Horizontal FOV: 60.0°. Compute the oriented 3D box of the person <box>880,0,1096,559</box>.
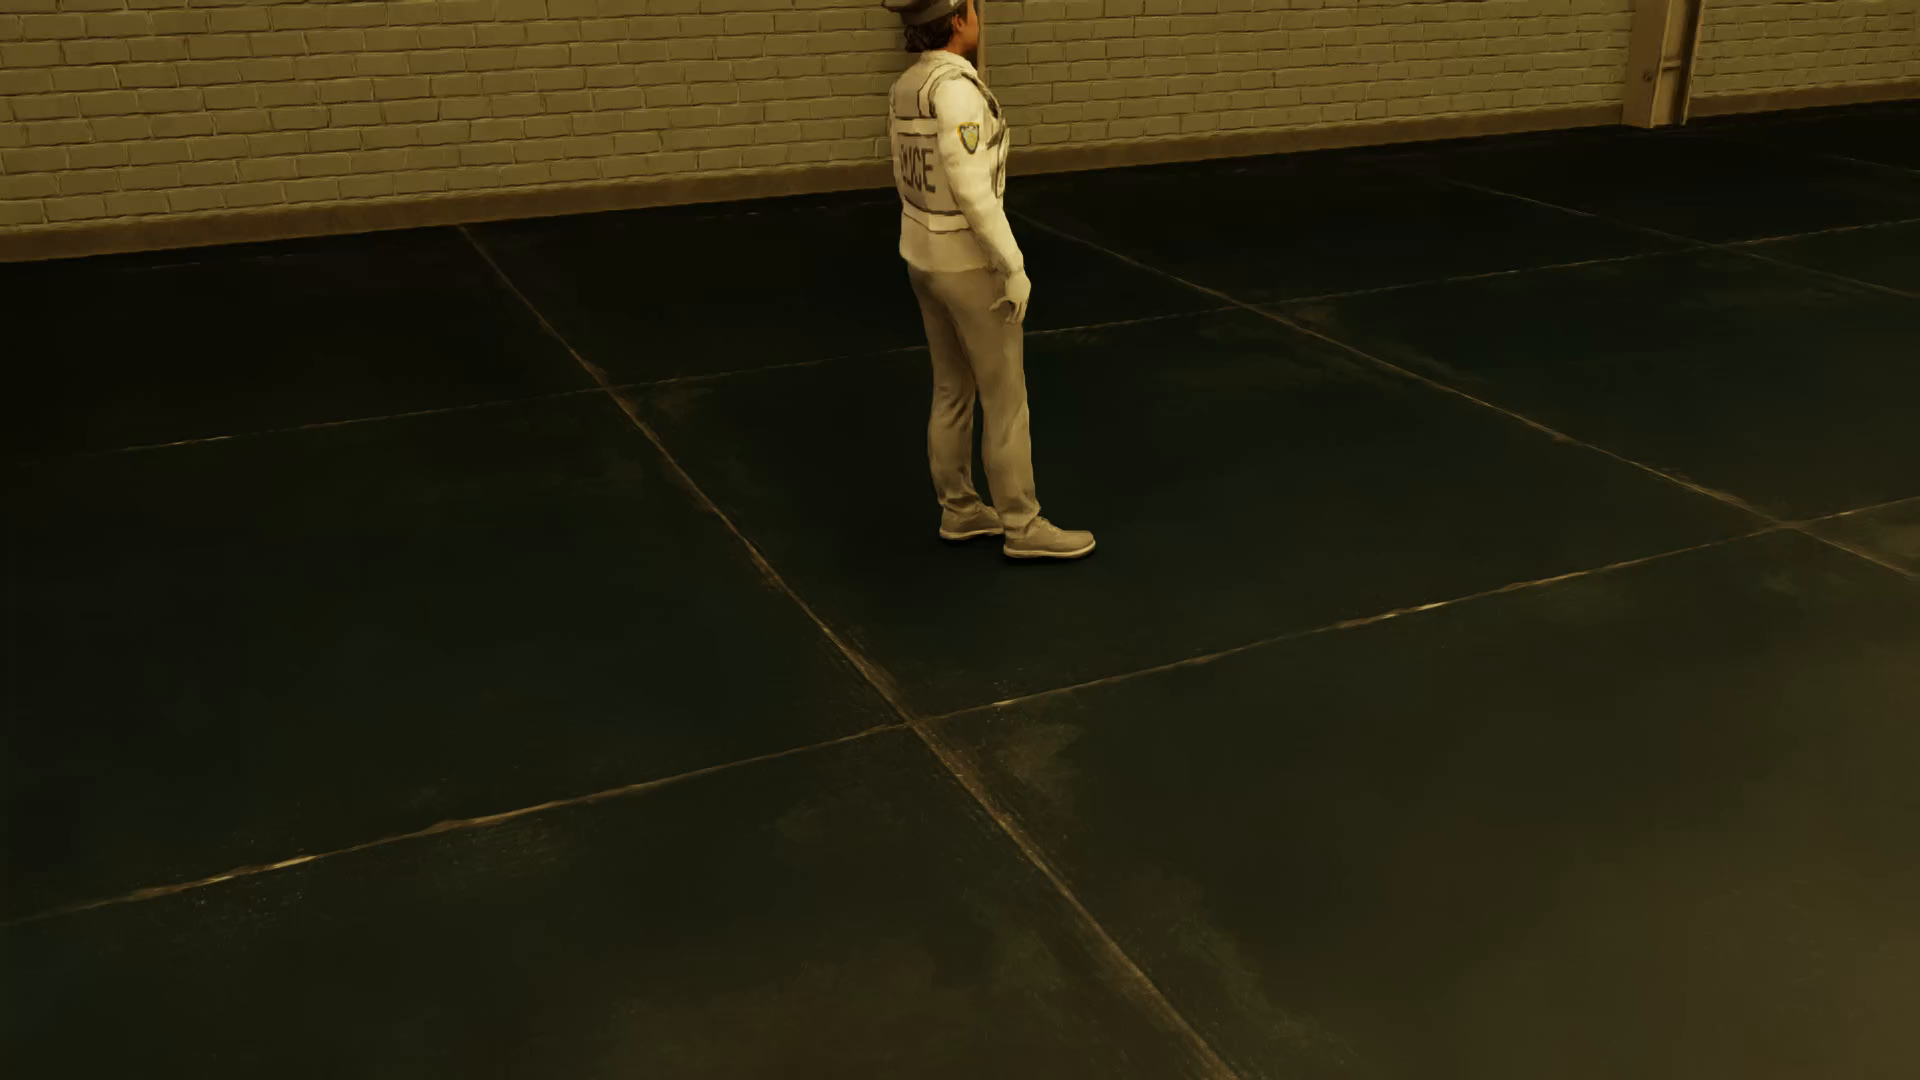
[{"bbox_3d":[0.064,-0.798,4.799,0.532,1.695,0.586,-10,25,-23],"label":"person"}]
